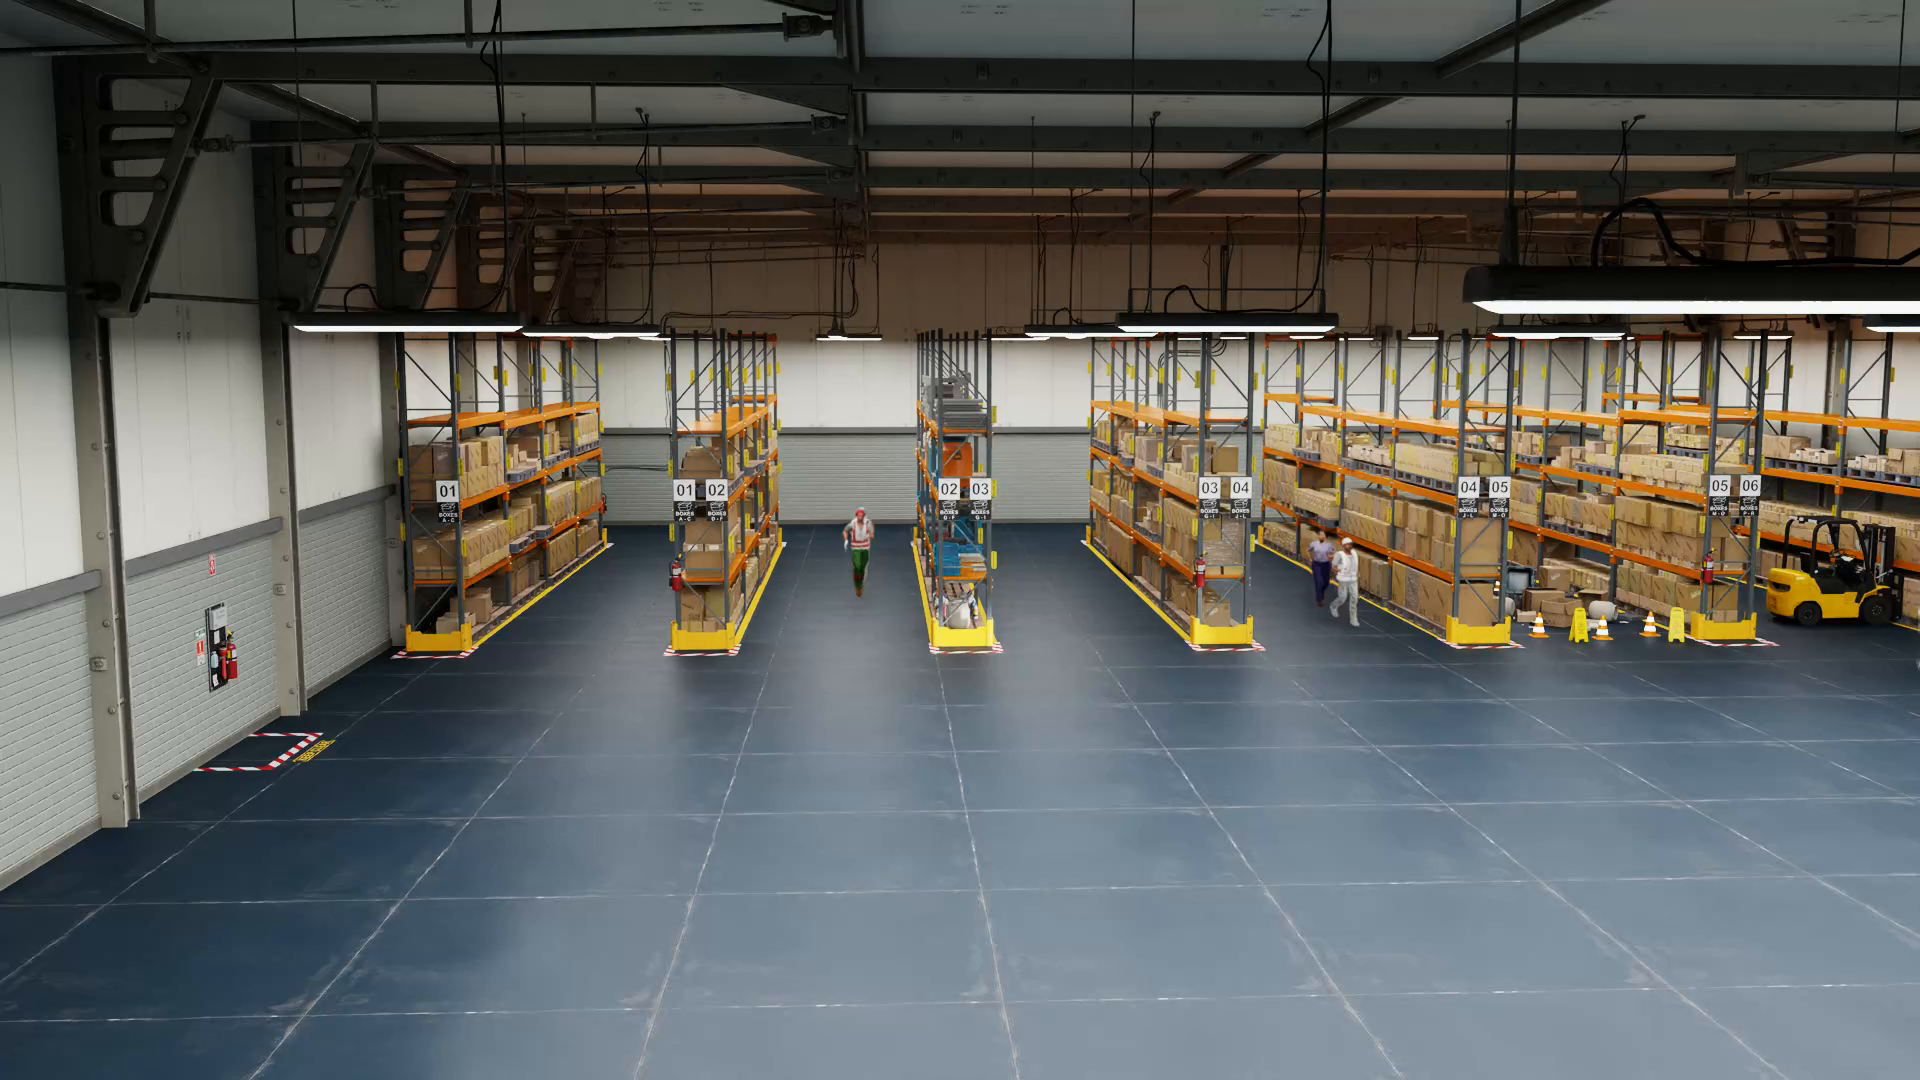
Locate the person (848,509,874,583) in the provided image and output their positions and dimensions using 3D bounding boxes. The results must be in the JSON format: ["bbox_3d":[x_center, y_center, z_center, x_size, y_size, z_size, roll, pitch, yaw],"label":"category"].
[{"bbox_3d":[-2.248,0.143,37.925,0.612,1.724,0.838,-1,7,-8],"label":"person"}]

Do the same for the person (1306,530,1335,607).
[{"bbox_3d":[7.930,0.601,36.518,0.614,1.624,0.886,0,7,0],"label":"person"}]

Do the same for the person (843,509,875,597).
[{"bbox_3d":[-2.188,0.269,36.437,0.646,1.899,0.747,-2,7,-19],"label":"person"}]

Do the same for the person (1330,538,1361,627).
[{"bbox_3d":[7.889,0.833,33.939,0.685,1.778,0.971,-2,7,-18],"label":"person"}]
